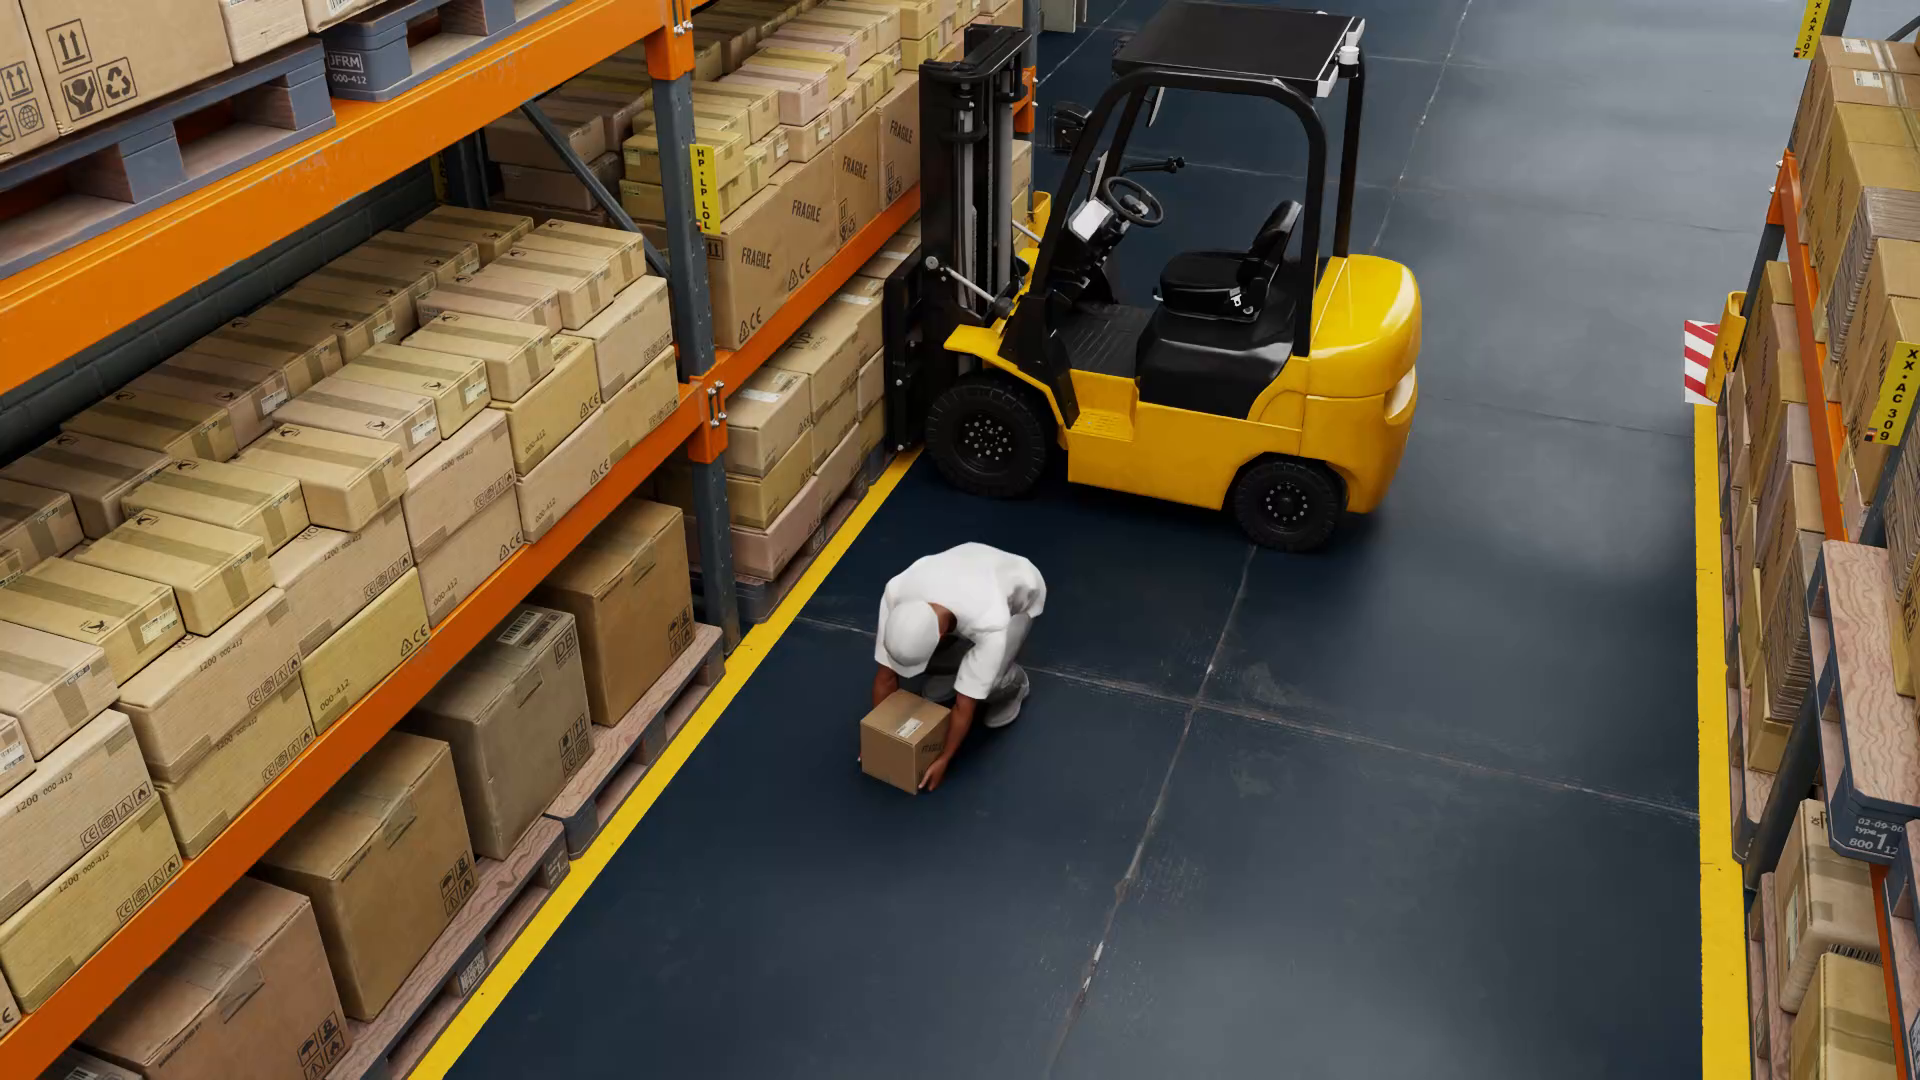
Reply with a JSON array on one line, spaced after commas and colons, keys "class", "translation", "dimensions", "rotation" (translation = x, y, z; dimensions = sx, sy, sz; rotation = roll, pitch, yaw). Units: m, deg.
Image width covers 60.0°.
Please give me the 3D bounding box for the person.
[{"class": "person", "translation": [-0.002, 0.427, 6.425], "dimensions": [0.534, 0.867, 0.942], "rotation": [19, 38, 27]}]
